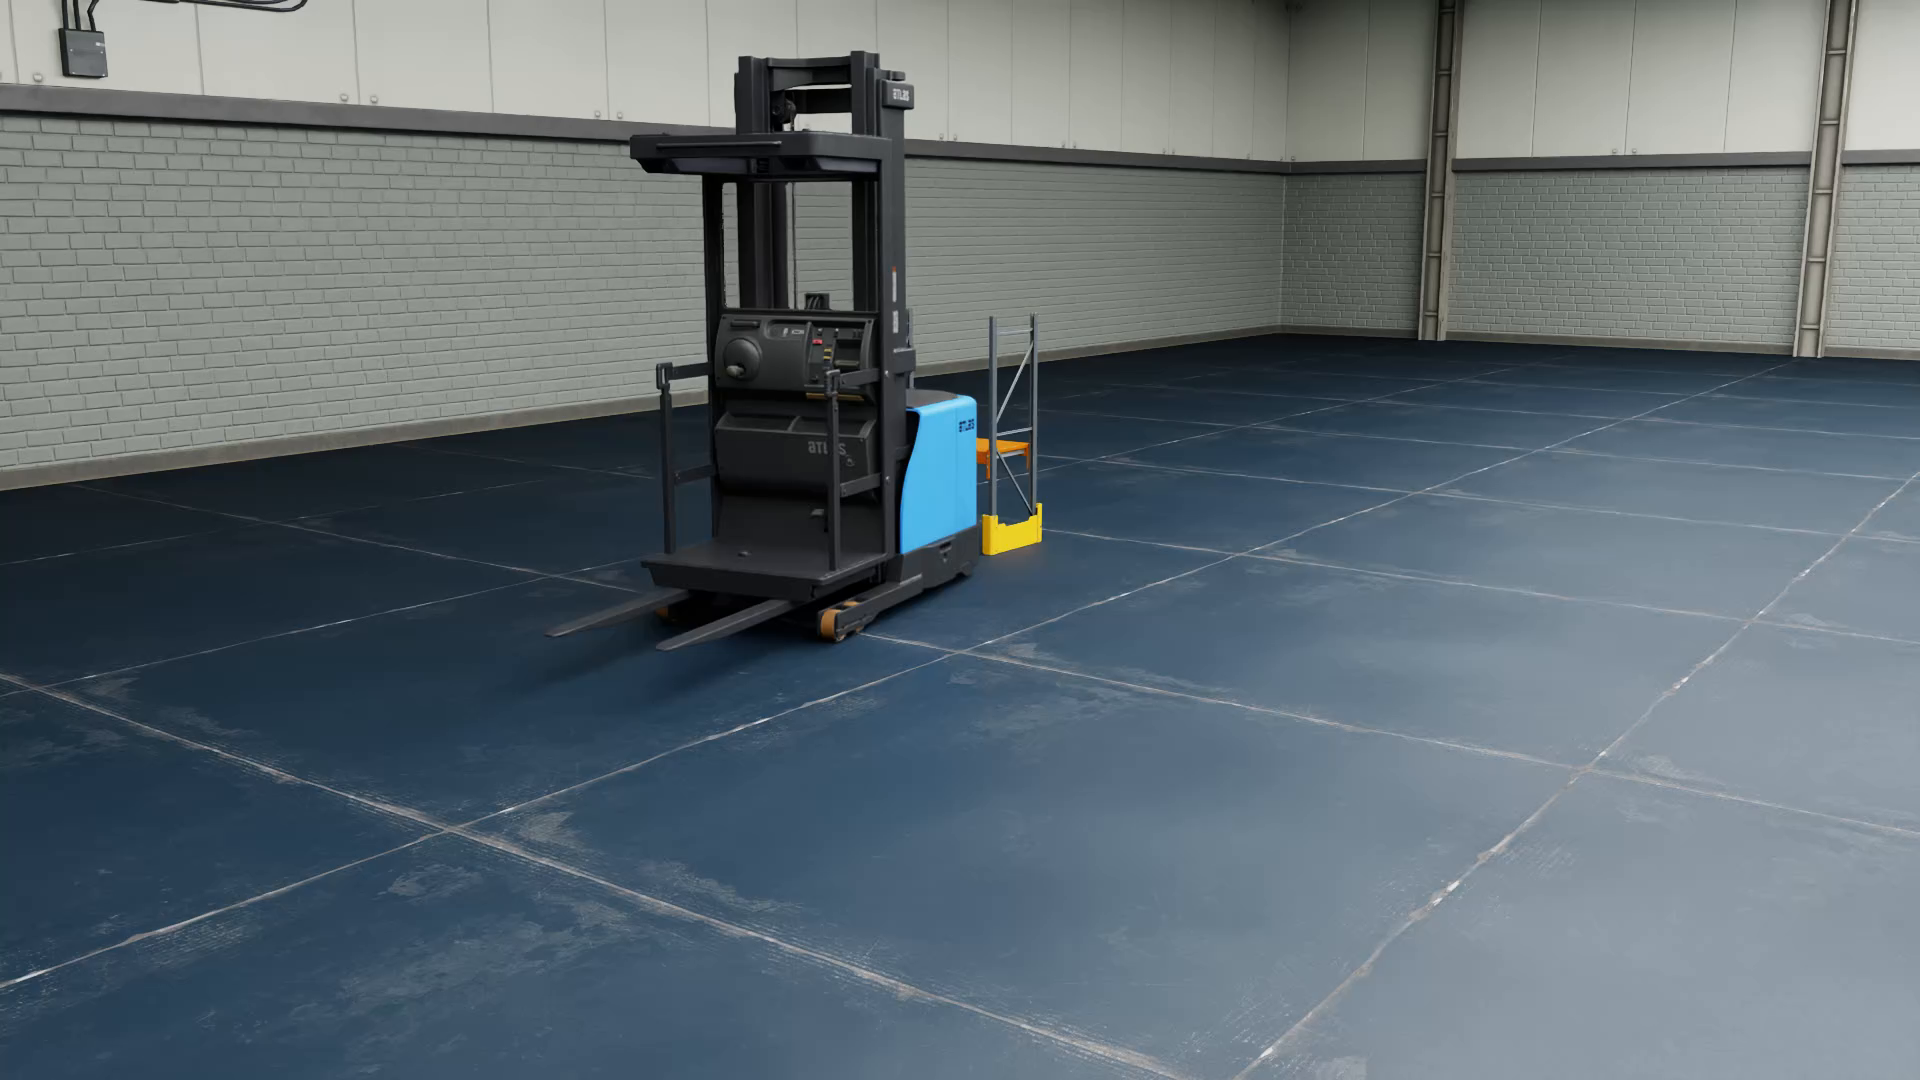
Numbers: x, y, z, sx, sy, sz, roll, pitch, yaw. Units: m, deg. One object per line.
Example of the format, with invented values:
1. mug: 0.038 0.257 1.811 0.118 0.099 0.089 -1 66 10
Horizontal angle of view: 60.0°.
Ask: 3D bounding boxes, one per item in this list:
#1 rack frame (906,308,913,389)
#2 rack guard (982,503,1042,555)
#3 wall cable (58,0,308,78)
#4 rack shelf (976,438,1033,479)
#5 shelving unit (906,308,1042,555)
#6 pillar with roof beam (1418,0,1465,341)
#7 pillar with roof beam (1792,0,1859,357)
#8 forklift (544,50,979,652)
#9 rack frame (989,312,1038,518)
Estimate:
1. rack frame: -0.478 -0.803 11.232 0.032 1.500 0.500 8 13 36
2. rack guard: 0.340 -0.075 10.761 0.087 0.250 0.587 8 13 36
3. wall cable: -6.314 -6.769 13.372 0.169 6.003 2.305 8 13 36
4. rack shelf: -0.069 -0.569 10.971 1.000 0.185 0.538 8 13 36
5. shelving unit: -0.061 -0.745 10.932 1.083 1.500 0.587 8 13 36
6. pillar with roof beam: 5.743 -7.277 24.953 0.400 9.000 9.100 8 13 36
7. pillar with roof beam: 10.579 -6.603 21.467 0.400 9.000 9.100 8 13 36
8. forklift: -0.966 -1.021 8.588 1.130 2.935 3.031 5 12 24
9. rack frame: 0.341 -0.689 10.641 0.032 1.500 0.500 8 13 36
